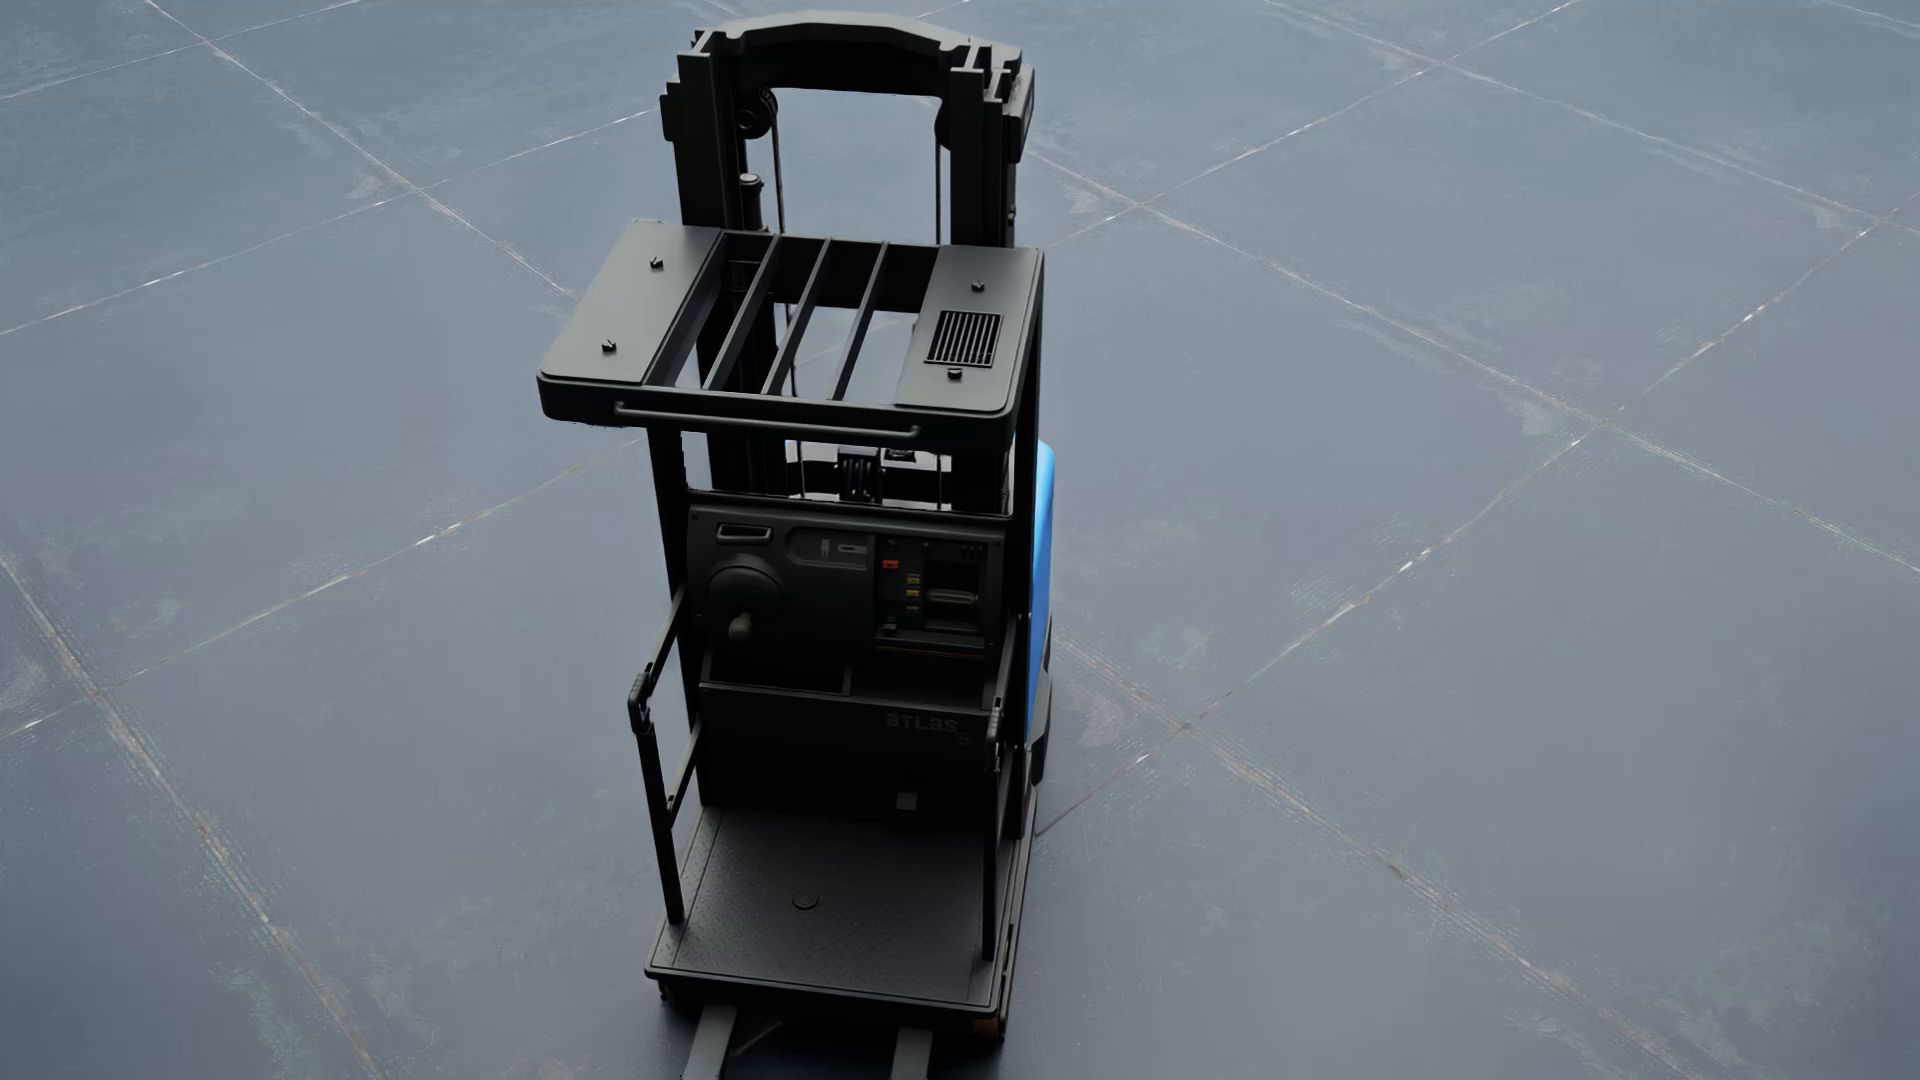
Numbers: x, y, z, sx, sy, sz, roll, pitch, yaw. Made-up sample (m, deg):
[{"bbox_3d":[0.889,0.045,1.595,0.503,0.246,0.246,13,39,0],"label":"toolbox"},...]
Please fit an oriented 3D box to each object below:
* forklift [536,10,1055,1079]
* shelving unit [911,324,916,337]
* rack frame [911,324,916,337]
[{"bbox_3d":[-0.364,0.200,4.669,1.130,2.935,3.031,5,39,6],"label":"forklift"},{"bbox_3d":[-0.036,-0.433,6.951,0.215,1.050,0.252,-30,48,-32],"label":"shelving unit"},{"bbox_3d":[-0.119,-0.490,7.021,0.200,1.050,0.008,-30,48,-32],"label":"rack frame"}]
